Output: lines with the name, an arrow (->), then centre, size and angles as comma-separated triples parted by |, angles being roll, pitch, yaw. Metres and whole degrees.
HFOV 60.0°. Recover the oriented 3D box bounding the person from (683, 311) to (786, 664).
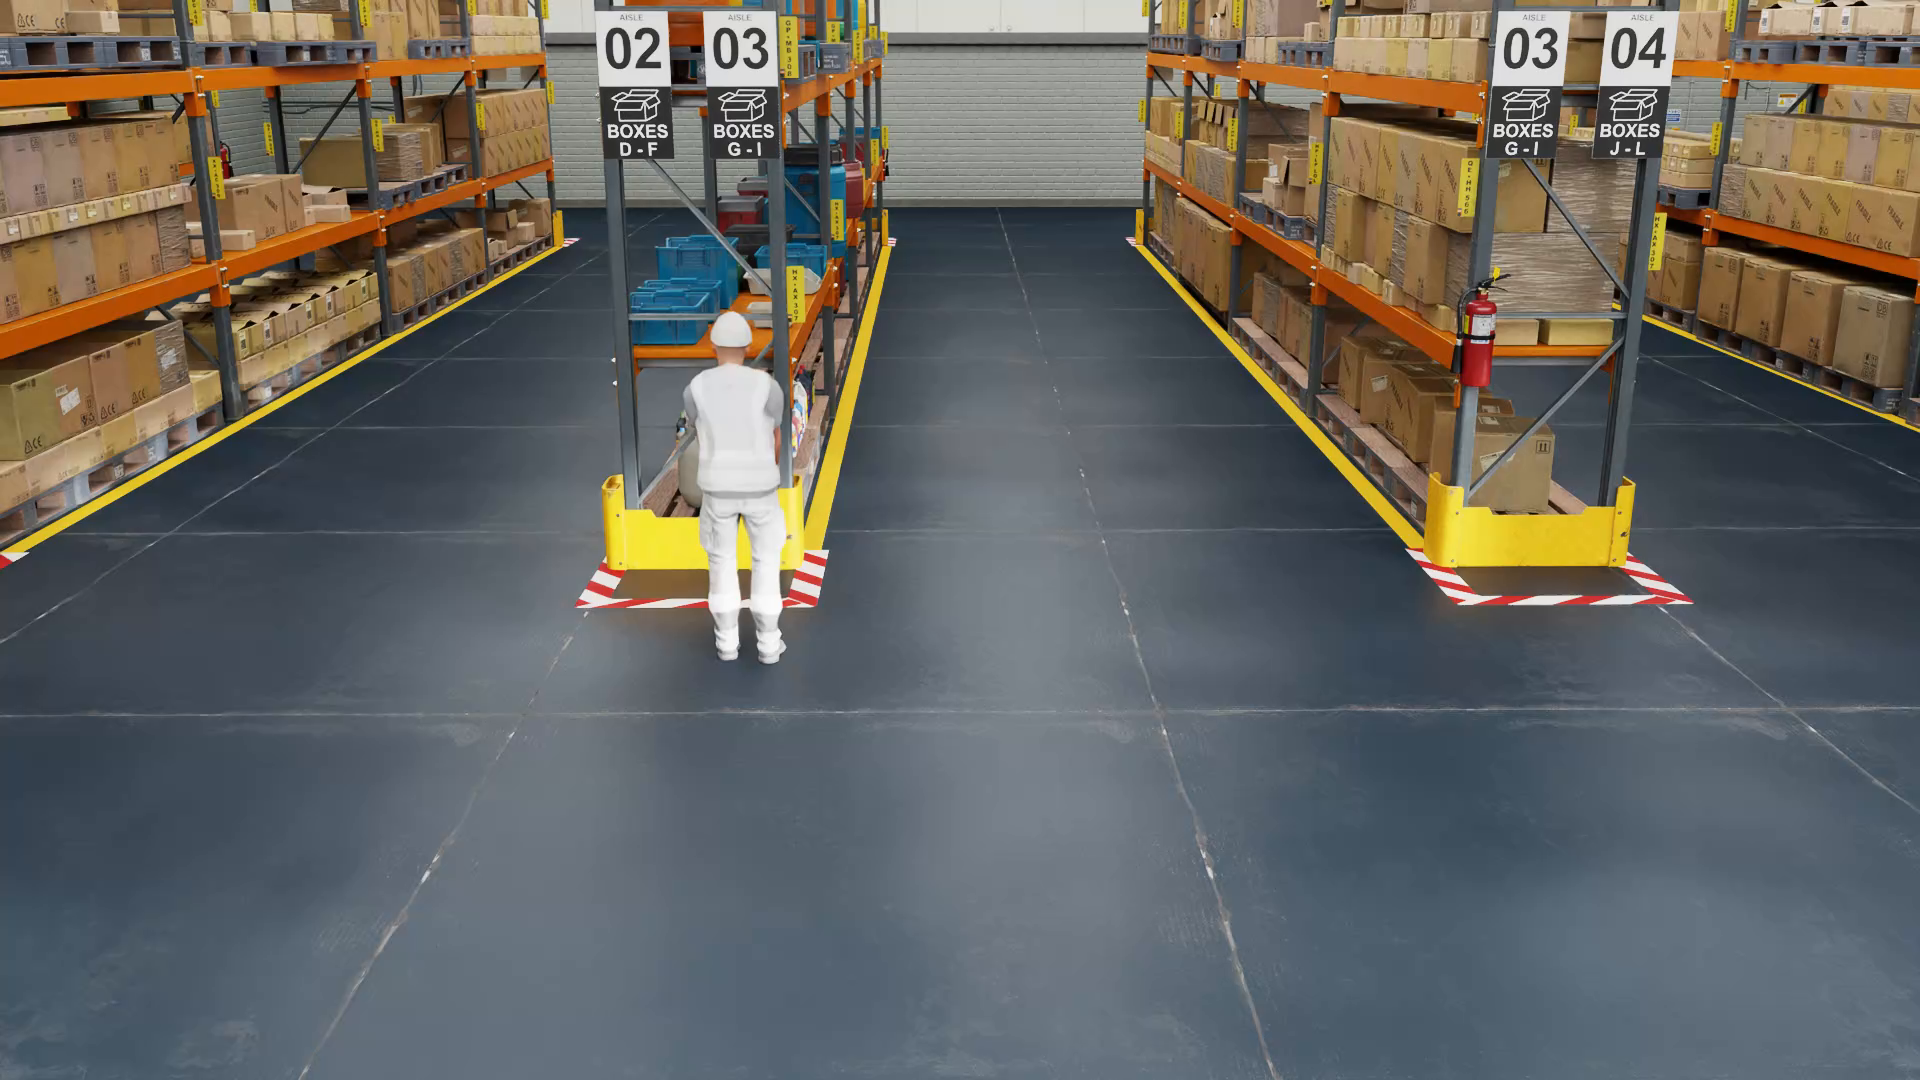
person -> -1.120, -0.279, 8.423 | 0.494, 1.783, 0.568 | -1, 17, -2
